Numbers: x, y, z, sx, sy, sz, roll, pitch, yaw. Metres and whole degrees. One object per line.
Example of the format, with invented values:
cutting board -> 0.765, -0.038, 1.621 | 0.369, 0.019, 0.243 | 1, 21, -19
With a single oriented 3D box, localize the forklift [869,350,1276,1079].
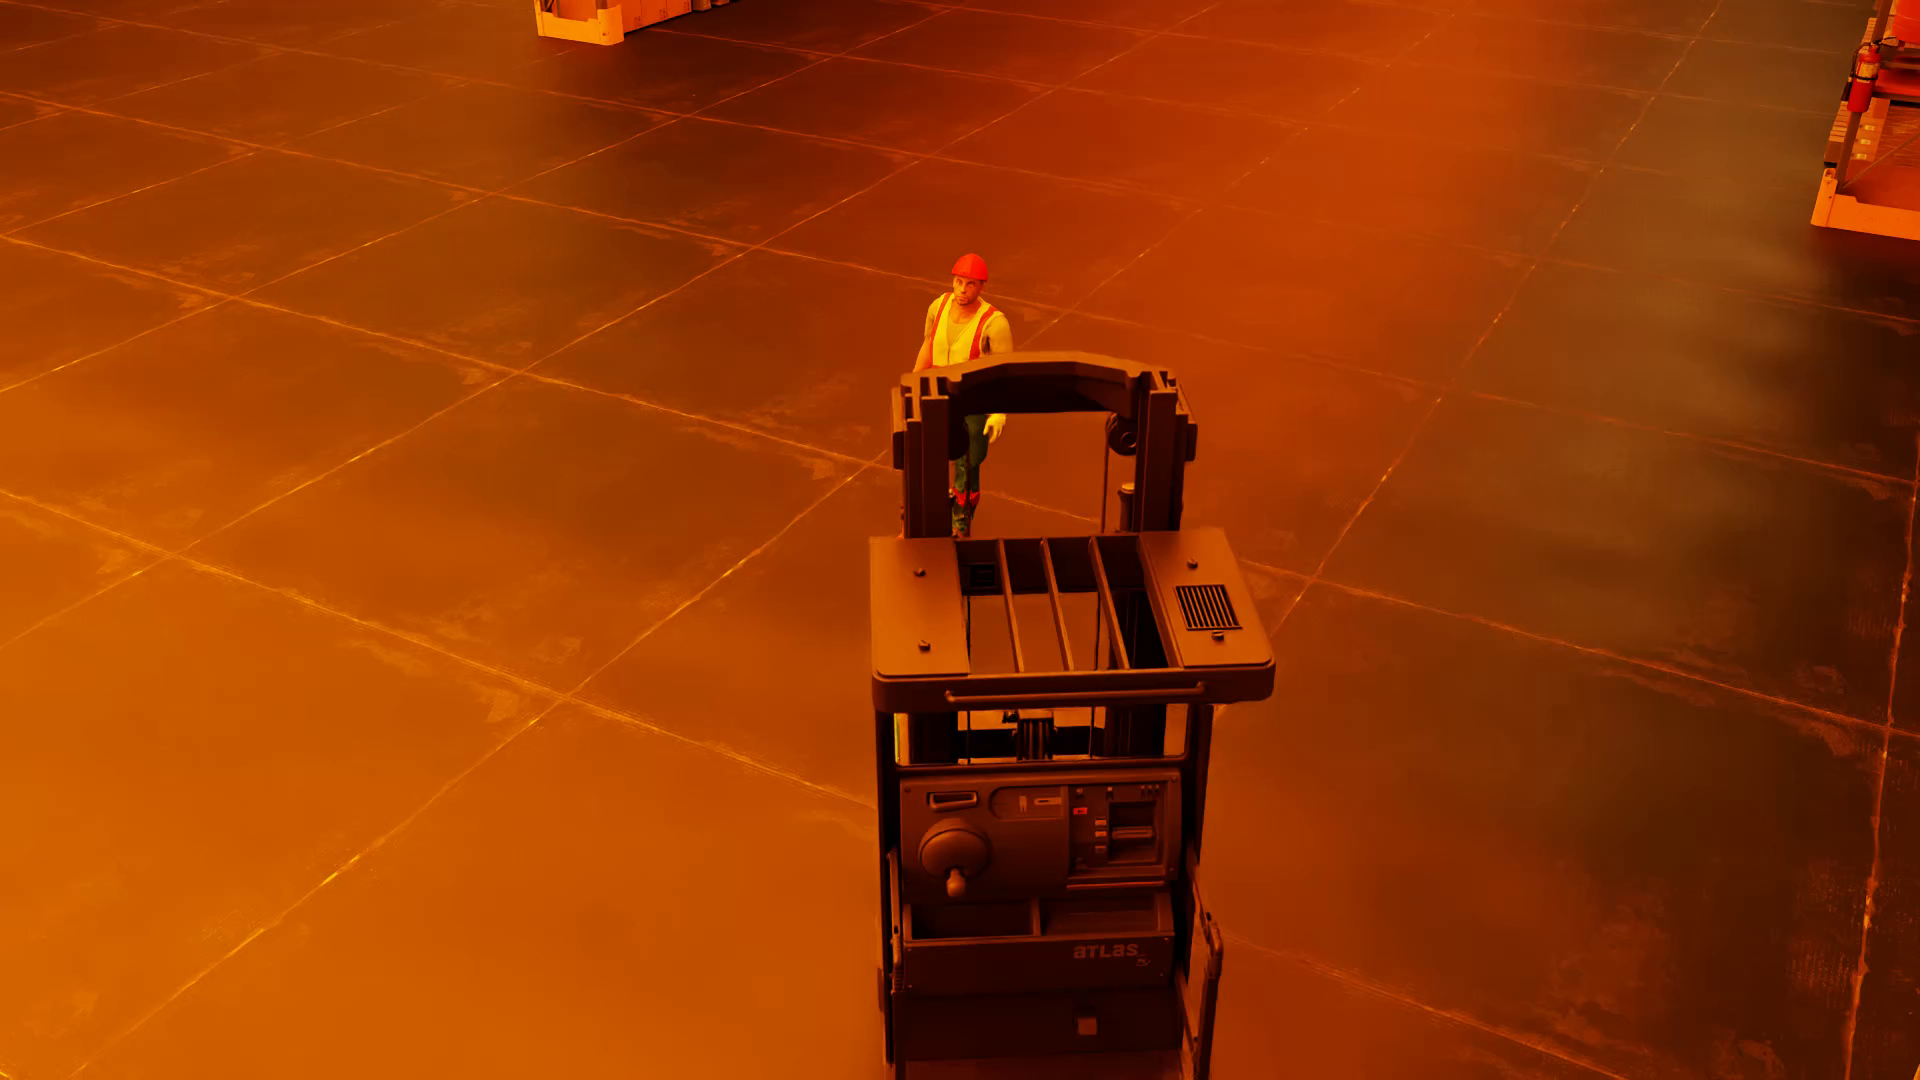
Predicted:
forklift -> 0.283, 1.014, 5.313 | 1.130, 2.935, 3.031 | -2, 30, -3

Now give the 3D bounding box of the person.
person -> -0.050, -0.749, 9.496 | 0.637, 1.790, 0.562 | 15, 33, 25
